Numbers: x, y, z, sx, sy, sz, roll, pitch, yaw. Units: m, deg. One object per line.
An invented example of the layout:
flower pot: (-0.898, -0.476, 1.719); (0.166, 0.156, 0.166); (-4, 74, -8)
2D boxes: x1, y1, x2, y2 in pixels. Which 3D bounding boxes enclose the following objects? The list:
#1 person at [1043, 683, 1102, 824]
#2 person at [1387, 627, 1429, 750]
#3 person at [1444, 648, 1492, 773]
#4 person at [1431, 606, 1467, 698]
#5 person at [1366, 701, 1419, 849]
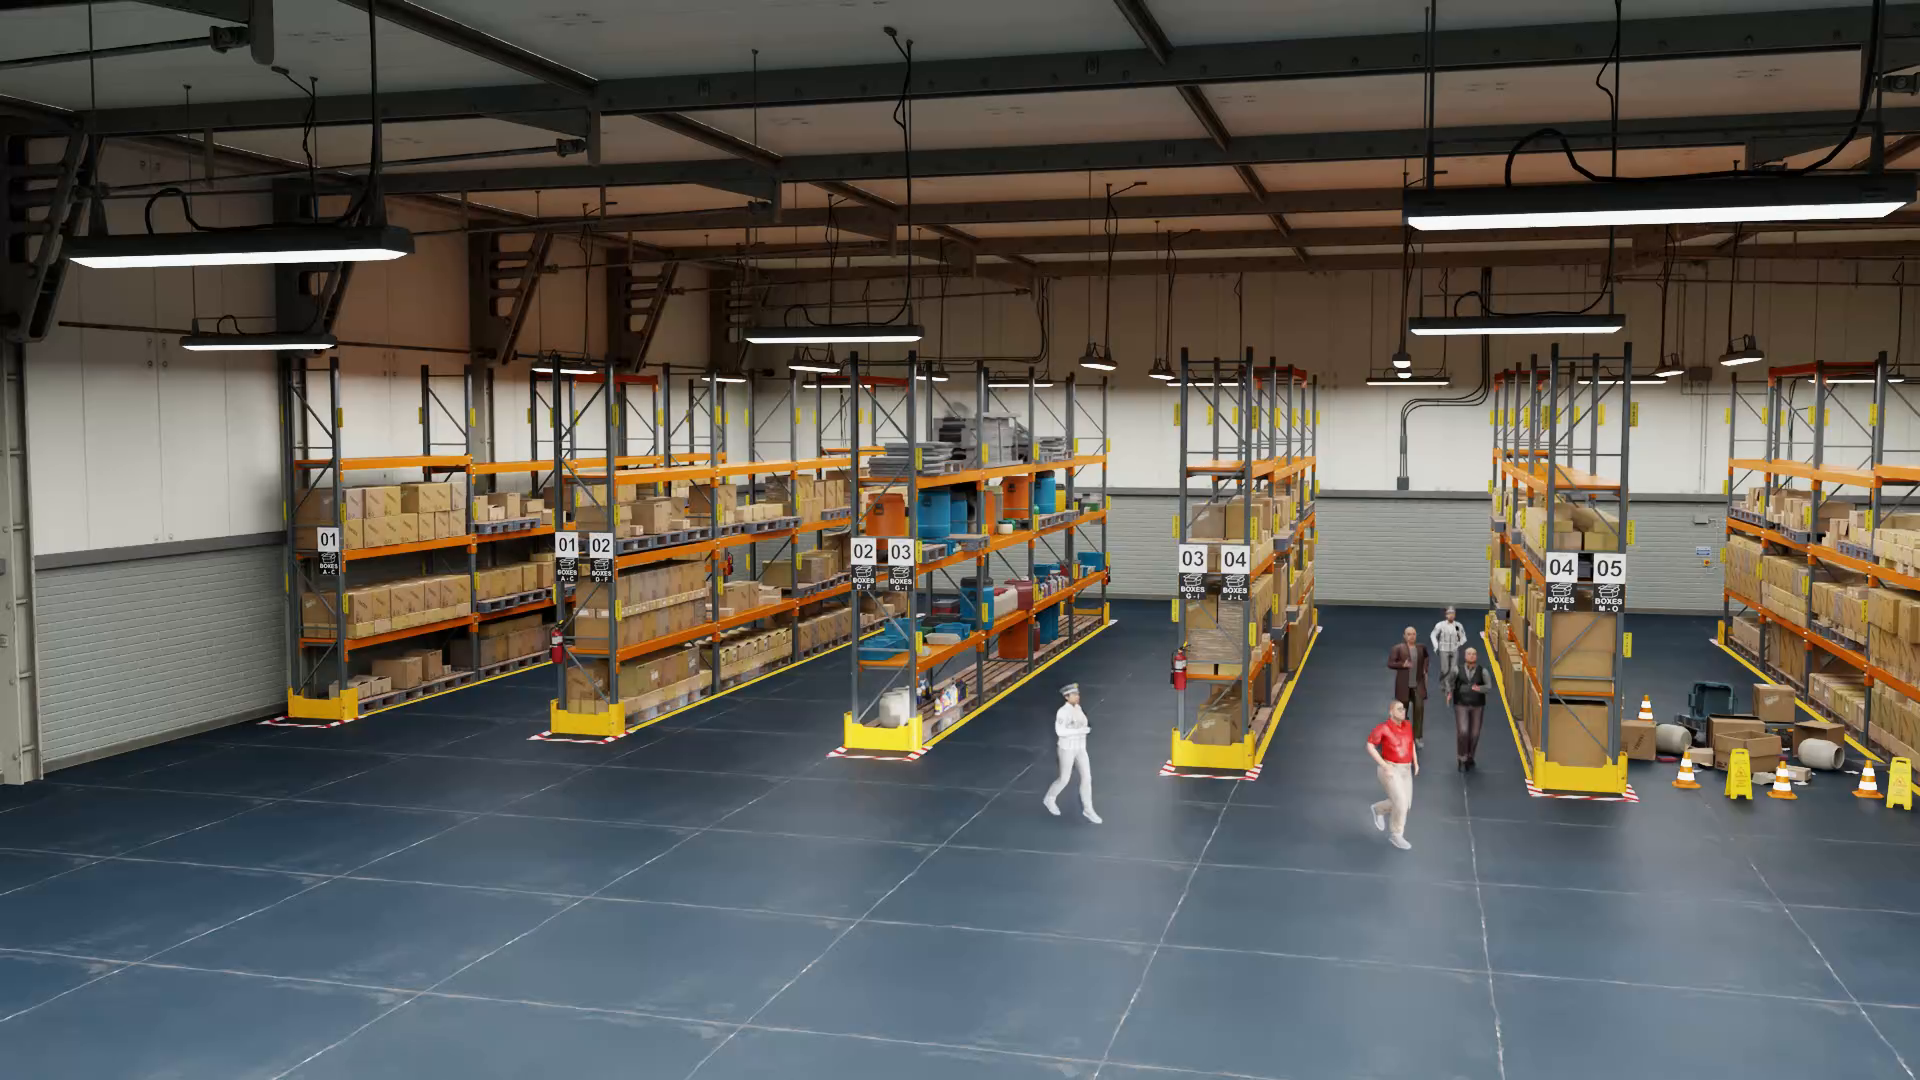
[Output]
person: (1.394, 2.613, 20.615); (0.605, 1.708, 0.852); (-4, 6, -45)
person: (6.852, 2.218, 25.330); (0.698, 1.791, 0.969); (0, 4, 1)
person: (7.220, 2.421, 23.655); (0.601, 1.769, 0.647); (1, 4, 10)
person: (8.726, 1.997, 29.671); (0.592, 1.651, 0.517); (1, 4, 8)
person: (5.088, 2.728, 19.630); (0.684, 1.699, 0.734); (-3, 5, -32)
